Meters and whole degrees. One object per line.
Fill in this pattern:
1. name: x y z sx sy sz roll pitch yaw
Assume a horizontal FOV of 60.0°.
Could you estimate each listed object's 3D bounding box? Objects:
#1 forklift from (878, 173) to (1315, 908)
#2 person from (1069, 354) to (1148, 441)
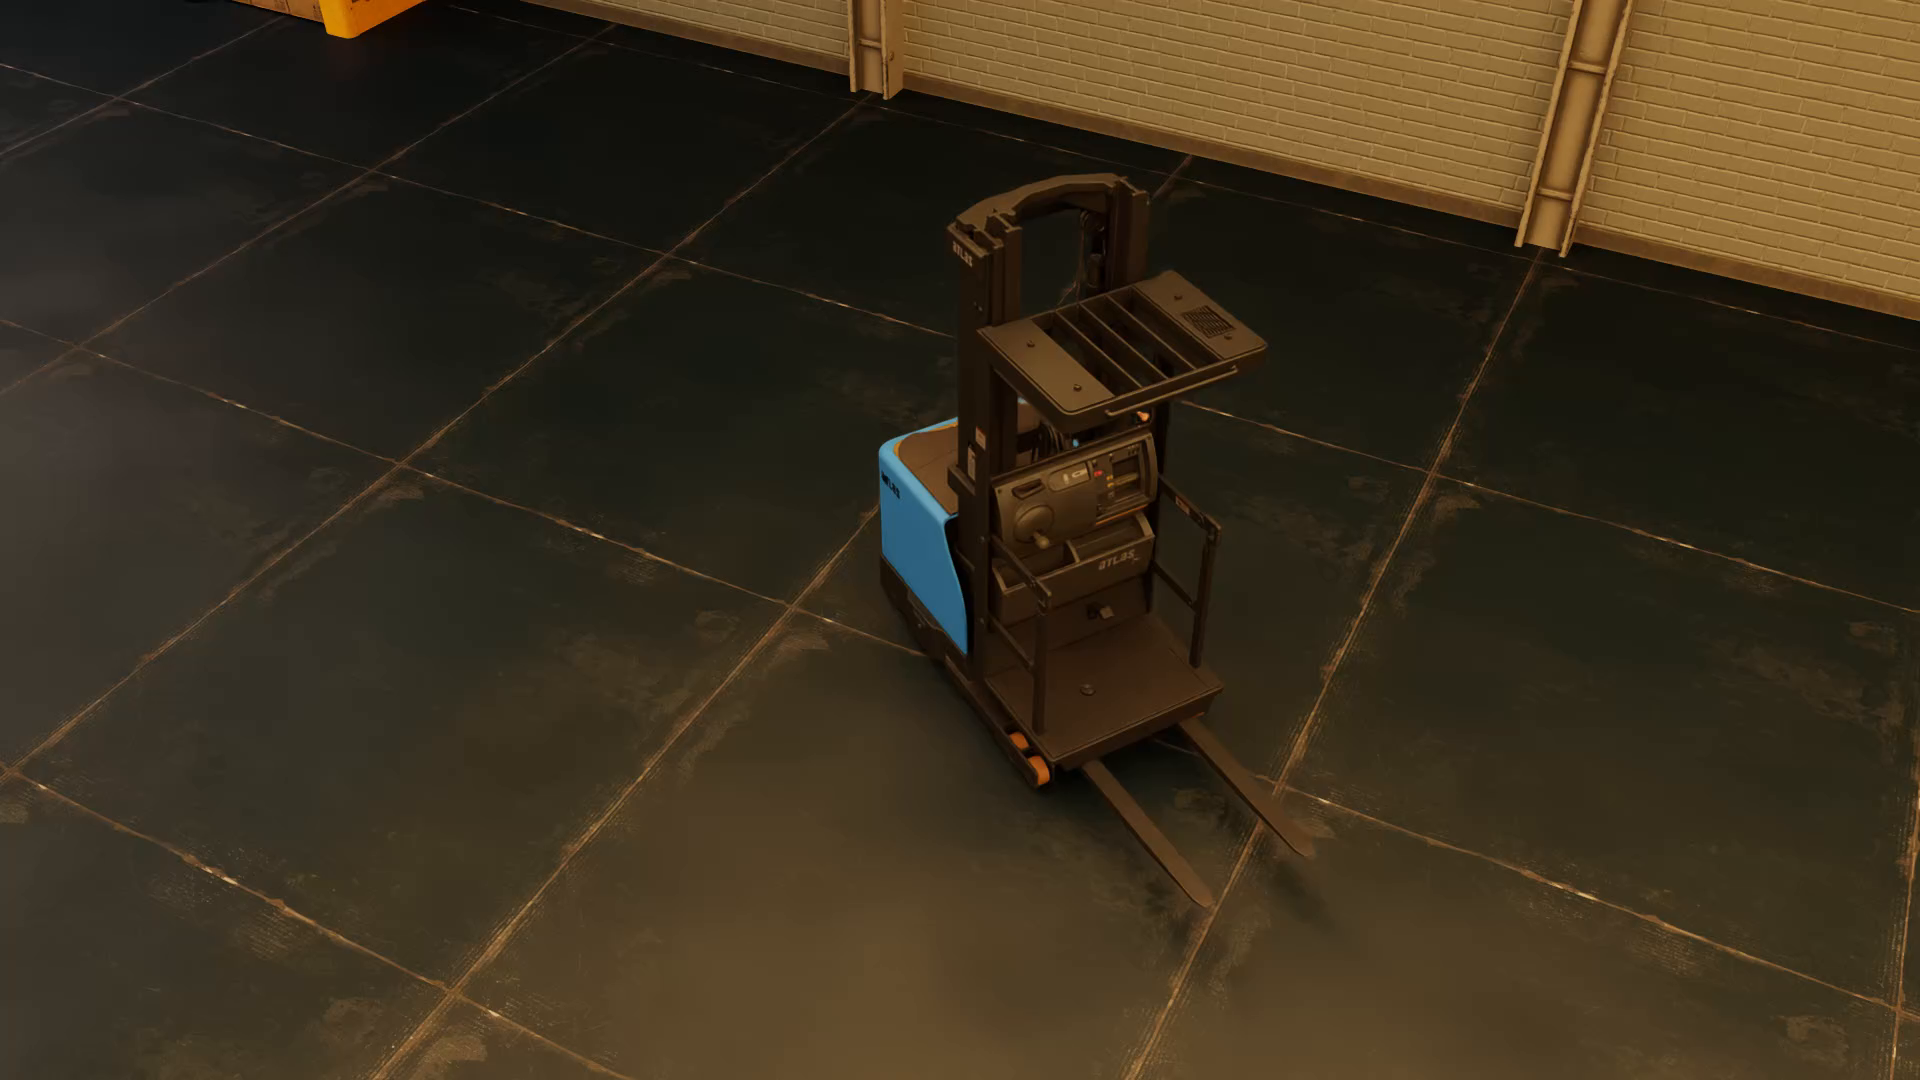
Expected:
1. forklift: 0.695 -0.167 8.185 1.130 2.935 3.031 -20 44 -22
2. person: 0.732 -0.453 9.731 0.791 1.358 0.710 -26 47 -28
